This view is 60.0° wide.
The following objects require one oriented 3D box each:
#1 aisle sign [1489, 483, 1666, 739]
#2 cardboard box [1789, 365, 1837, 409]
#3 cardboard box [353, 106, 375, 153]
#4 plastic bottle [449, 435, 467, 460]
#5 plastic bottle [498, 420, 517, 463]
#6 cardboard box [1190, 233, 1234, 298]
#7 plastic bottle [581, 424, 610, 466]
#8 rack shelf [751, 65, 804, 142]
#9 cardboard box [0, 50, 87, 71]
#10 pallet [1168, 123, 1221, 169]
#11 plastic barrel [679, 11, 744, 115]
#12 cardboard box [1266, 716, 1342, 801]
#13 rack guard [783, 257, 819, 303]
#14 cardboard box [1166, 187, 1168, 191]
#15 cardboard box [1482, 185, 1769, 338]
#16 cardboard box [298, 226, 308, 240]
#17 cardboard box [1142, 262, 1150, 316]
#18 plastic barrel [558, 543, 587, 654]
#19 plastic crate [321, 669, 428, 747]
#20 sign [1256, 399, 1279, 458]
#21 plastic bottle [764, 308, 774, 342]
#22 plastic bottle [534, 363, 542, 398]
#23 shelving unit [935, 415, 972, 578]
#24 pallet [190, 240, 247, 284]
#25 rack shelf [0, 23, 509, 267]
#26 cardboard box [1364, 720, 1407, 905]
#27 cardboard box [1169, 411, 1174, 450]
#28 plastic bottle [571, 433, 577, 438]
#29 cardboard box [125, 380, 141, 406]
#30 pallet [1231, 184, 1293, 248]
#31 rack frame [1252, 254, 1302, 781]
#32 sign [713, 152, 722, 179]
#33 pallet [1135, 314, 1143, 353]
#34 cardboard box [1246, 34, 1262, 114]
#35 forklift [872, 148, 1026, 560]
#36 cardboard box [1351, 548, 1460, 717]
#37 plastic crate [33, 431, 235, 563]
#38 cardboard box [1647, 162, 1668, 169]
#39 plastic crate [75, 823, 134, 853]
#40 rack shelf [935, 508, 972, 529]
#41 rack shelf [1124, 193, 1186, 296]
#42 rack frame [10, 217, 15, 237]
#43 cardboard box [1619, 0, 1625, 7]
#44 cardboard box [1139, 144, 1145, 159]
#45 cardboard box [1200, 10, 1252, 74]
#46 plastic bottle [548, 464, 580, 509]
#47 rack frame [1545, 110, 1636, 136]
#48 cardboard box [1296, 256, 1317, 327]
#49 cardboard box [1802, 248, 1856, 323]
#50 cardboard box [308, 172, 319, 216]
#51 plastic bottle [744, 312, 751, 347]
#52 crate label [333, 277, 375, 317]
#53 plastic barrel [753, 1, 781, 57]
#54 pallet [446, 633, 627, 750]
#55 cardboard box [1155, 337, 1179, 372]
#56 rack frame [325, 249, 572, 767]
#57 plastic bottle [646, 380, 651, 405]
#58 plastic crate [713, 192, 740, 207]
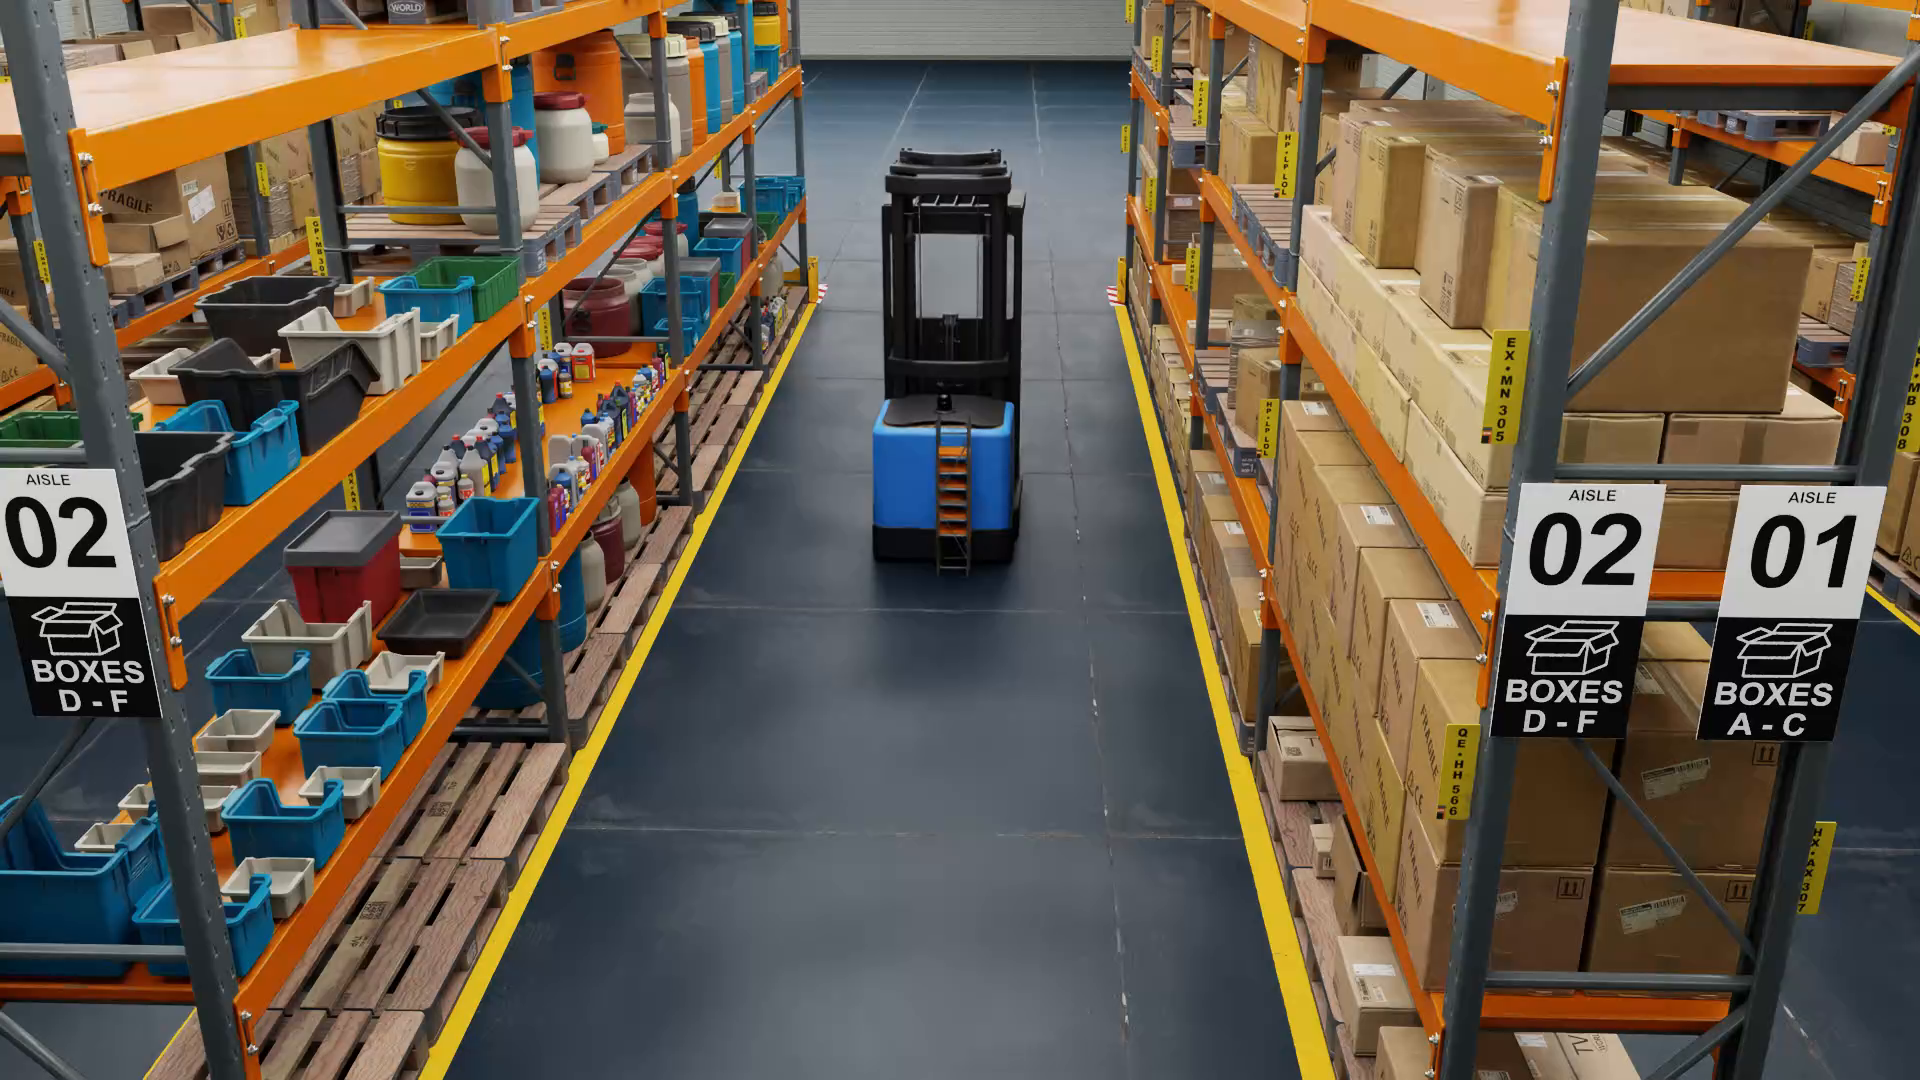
[{"bbox_3d":[1.753,0.213,4.739,0.394,0.787,0.004,1,21,2],"label":"aisle sign"},{"bbox_3d":[7.306,-1.291,14.021,0.500,0.250,0.500,1,21,3],"label":"cardboard box"},{"bbox_3d":[-7.133,-4.761,19.220,0.500,0.500,0.500,1,21,2],"label":"cardboard box"},{"bbox_3d":[-3.062,-0.478,10.183,0.144,0.351,0.185,1,21,2],"label":"plastic bottle"},{"bbox_3d":[-2.916,-0.637,10.701,0.097,0.271,0.097,0,21,0],"label":"plastic bottle"},{"bbox_3d":[2.371,-2.514,15.223,0.500,0.500,0.500,2,21,6],"label":"cardboard box"},{"bbox_3d":[-2.338,-0.622,10.658,0.152,0.276,0.135,1,21,2],"label":"plastic bottle"},{"bbox_3d":[-2.464,-4.777,18.042,1.077,0.370,4.000,1,21,2],"label":"rack shelf"},{"bbox_3d":[-7.307,-3.628,13.256,0.500,0.500,0.500,1,21,2],"label":"cardboard box"},{"bbox_3d":[2.236,-3.046,12.846,1.213,0.211,1.003,2,21,4],"label":"pallet"},{"bbox_3d":[-2.323,-4.437,15.477,0.600,0.901,0.708,1,21,2],"label":"plastic barrel"},{"bbox_3d":[1.954,1.155,9.014,0.500,0.311,0.500,1,21,2],"label":"cardboard box"},{"bbox_3d":[-2.358,-3.244,20.698,1.175,0.500,0.348,1,21,2],"label":"rack guard"},{"bbox_3d":[2.230,-3.474,16.801,0.380,0.149,0.250,0,21,0],"label":"cardboard box"},{"bbox_3d":[2.160,-0.873,5.466,0.700,0.500,0.500,1,21,2],"label":"cardboard box"},{"bbox_3d":[-7.170,-3.274,17.668,0.380,0.149,0.250,1,21,2],"label":"cardboard box"},{"bbox_3d":[2.260,-2.730,18.103,0.500,0.500,0.500,1,21,2],"label":"cardboard box"},{"bbox_3d":[-2.713,0.232,10.606,0.600,0.901,0.708,1,21,2],"label":"plastic barrel"},{"bbox_3d":[-2.504,0.728,7.155,0.416,0.233,0.300,1,21,2],"label":"plastic crate"},{"bbox_3d":[1.628,-0.587,8.795,0.100,0.325,0.005,1,21,2],"label":"sign"},{"bbox_3d":[-2.080,-2.317,17.907,0.144,0.351,0.185,0,21,-1],"label":"plastic bottle"},{"bbox_3d":[-3.046,-1.122,11.936,0.061,0.283,0.133,1,21,2],"label":"plastic bottle"},{"bbox_3d":[-0.047,-0.313,12.178,0.258,1.200,0.189,1,21,4],"label":"shelving unit"},{"bbox_3d":[-7.644,-2.681,16.058,1.003,0.211,1.213,1,21,2],"label":"pallet"},{"bbox_3d":[-2.829,-1.650,6.390,1.077,0.370,4.000,1,21,2],"label":"rack shelf"},{"bbox_3d":[1.815,1.005,6.155,0.500,0.500,0.500,1,21,2],"label":"cardboard box"},{"bbox_3d":[2.107,-0.964,14.587,0.500,0.250,0.500,1,21,3],"label":"cardboard box"},{"bbox_3d":[-2.463,-0.582,10.658,0.097,0.201,0.097,0,21,0],"label":"plastic bottle"},{"bbox_3d":[-7.593,-1.082,14.519,0.700,0.500,0.500,-1,21,-3],"label":"cardboard box"},{"bbox_3d":[2.301,-1.963,10.056,1.213,0.211,1.003,1,21,2],"label":"pallet"},{"bbox_3d":[2.183,-0.043,8.992,1.000,3.000,0.127,1,21,2],"label":"rack frame"},{"bbox_3d":[-2.953,-4.574,20.288,0.100,0.325,0.005,1,21,2],"label":"sign"},{"bbox_3d":[2.527,-2.365,18.831,1.003,0.211,1.213,1,21,2],"label":"pallet"},{"bbox_3d":[2.285,-3.242,11.571,0.500,0.500,0.500,1,21,2],"label":"cardboard box"},{"bbox_3d":[-0.043,-1.705,13.371,1.130,2.935,3.031,1,21,4],"label":"forklift"},{"bbox_3d":[1.826,0.357,6.442,0.500,0.500,0.500,1,21,3],"label":"cardboard box"},{"bbox_3d":[-2.599,-0.126,5.240,0.497,0.269,0.590,1,21,2],"label":"plastic crate"},{"bbox_3d":[7.119,-3.708,17.581,0.500,0.500,0.500,0,21,0],"label":"cardboard box"},{"bbox_3d":[-3.046,1.146,6.210,0.396,0.136,0.243,1,21,2],"label":"plastic crate"},{"bbox_3d":[-0.047,-0.160,12.237,0.258,0.103,0.180,1,21,4],"label":"rack shelf"},{"bbox_3d":[2.487,-3.323,18.441,1.077,0.370,4.000,1,21,2],"label":"rack shelf"},{"bbox_3d":[-12.308,-4.583,20.693,1.000,3.000,0.127,1,21,2],"label":"rack frame"},{"bbox_3d":[7.175,-5.746,17.996,0.500,0.500,0.500,1,21,3],"label":"cardboard box"},{"bbox_3d":[2.321,-4.591,19.679,0.380,0.149,0.250,0,21,1],"label":"cardboard box"},{"bbox_3d":[2.374,-4.380,14.615,0.500,0.500,0.500,3,21,7],"label":"cardboard box"},{"bbox_3d":[-2.362,-0.336,9.920,0.152,0.276,0.135,1,21,2],"label":"plastic bottle"},{"bbox_3d":[7.499,-4.328,20.037,1.000,3.000,0.127,1,21,2],"label":"rack frame"},{"bbox_3d":[1.921,-1.198,8.030,0.500,0.250,0.500,1,21,2],"label":"cardboard box"},{"bbox_3d":[7.250,-2.060,13.445,0.700,0.500,0.500,-1,21,-3],"label":"cardboard box"},{"bbox_3d":[-7.435,-3.755,18.011,0.875,0.500,0.500,1,21,2],"label":"cardboard box"},{"bbox_3d":[-2.230,-2.250,17.735,0.144,0.351,0.185,1,21,2],"label":"plastic bottle"},{"bbox_3d":[-3.072,-1.200,8.193,0.293,0.136,0.466,1,21,2],"label":"crate label"},{"bbox_3d":[-2.311,-5.706,18.600,0.600,0.588,0.600,0,21,0],"label":"plastic barrel"},{"bbox_3d":[-2.703,0.923,10.358,1.003,0.211,1.213,1,21,2],"label":"pallet"},{"bbox_3d":[2.144,-1.783,15.922,0.500,0.311,0.500,0,21,1],"label":"cardboard box"},{"bbox_3d":[-2.768,-0.098,9.136,1.000,3.000,0.127,1,21,2],"label":"rack frame"},{"bbox_3d":[-2.270,-1.071,11.916,0.097,0.201,0.097,0,21,0],"label":"plastic bottle"},{"bbox_3d":[-2.752,-3.994,19.541,0.298,0.136,0.250,1,21,2],"label":"plastic crate"}]
